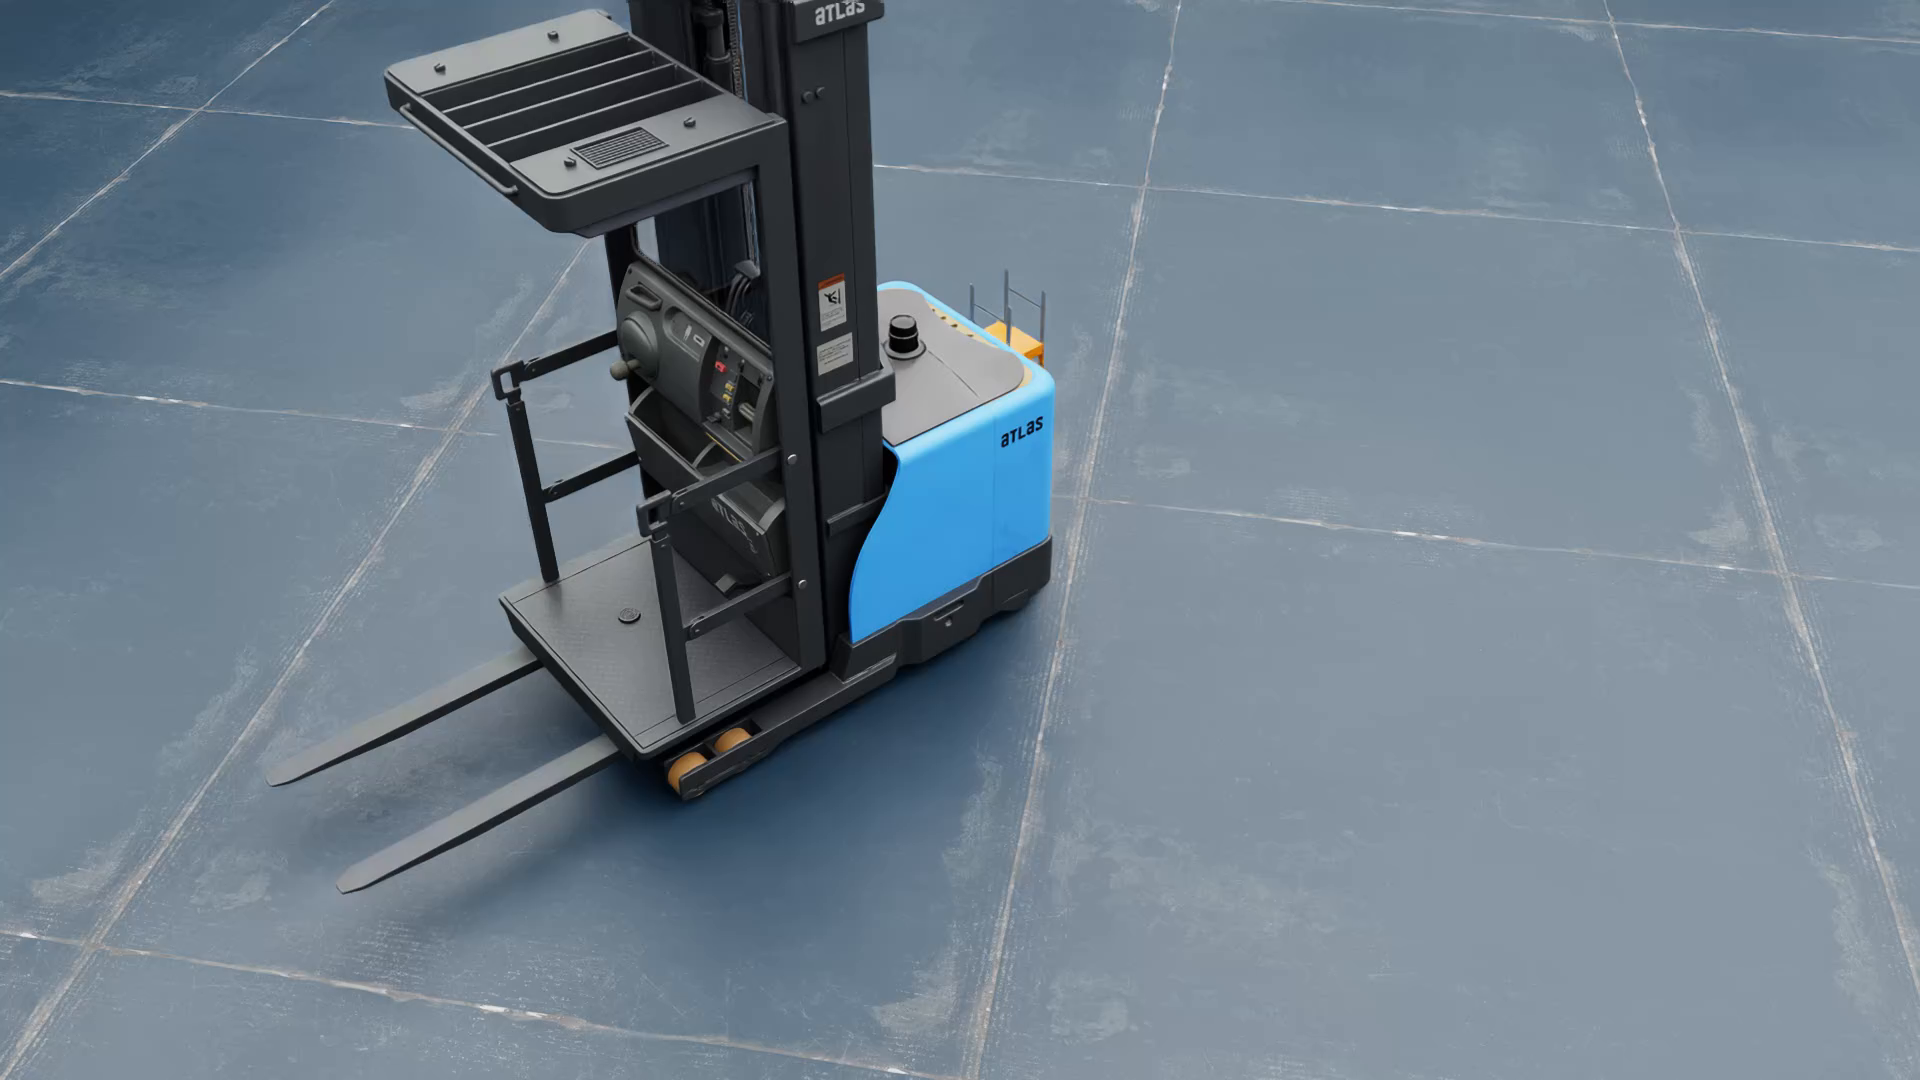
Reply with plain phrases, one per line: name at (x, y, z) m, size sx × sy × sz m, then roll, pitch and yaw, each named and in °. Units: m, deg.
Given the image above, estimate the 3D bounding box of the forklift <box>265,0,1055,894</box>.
forklift at (-1.081, -0.566, 5.634) m, size 3.031 × 2.935 × 1.130 m, roll -28°, pitch 47°, yaw -29°

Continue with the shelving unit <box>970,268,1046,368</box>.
shelving unit at (0.190, -0.534, 6.954) m, size 0.189 × 1.200 × 0.258 m, roll -29°, pitch 47°, yaw -30°

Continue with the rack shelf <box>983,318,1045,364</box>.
rack shelf at (0.190, -0.777, 6.753) m, size 0.180 × 0.103 × 0.258 m, roll -29°, pitch 47°, yaw -30°

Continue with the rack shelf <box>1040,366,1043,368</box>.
rack shelf at (0.190, -0.685, 6.830) m, size 0.180 × 0.103 × 0.258 m, roll -29°, pitch 47°, yaw -30°

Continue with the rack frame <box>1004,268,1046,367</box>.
rack frame at (0.259, -0.572, 7.000) m, size 0.006 × 1.200 × 0.240 m, roll -29°, pitch 47°, yaw -30°

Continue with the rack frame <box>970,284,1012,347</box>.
rack frame at (0.121, -0.496, 6.908) m, size 0.006 × 1.200 × 0.240 m, roll -29°, pitch 47°, yaw -30°
